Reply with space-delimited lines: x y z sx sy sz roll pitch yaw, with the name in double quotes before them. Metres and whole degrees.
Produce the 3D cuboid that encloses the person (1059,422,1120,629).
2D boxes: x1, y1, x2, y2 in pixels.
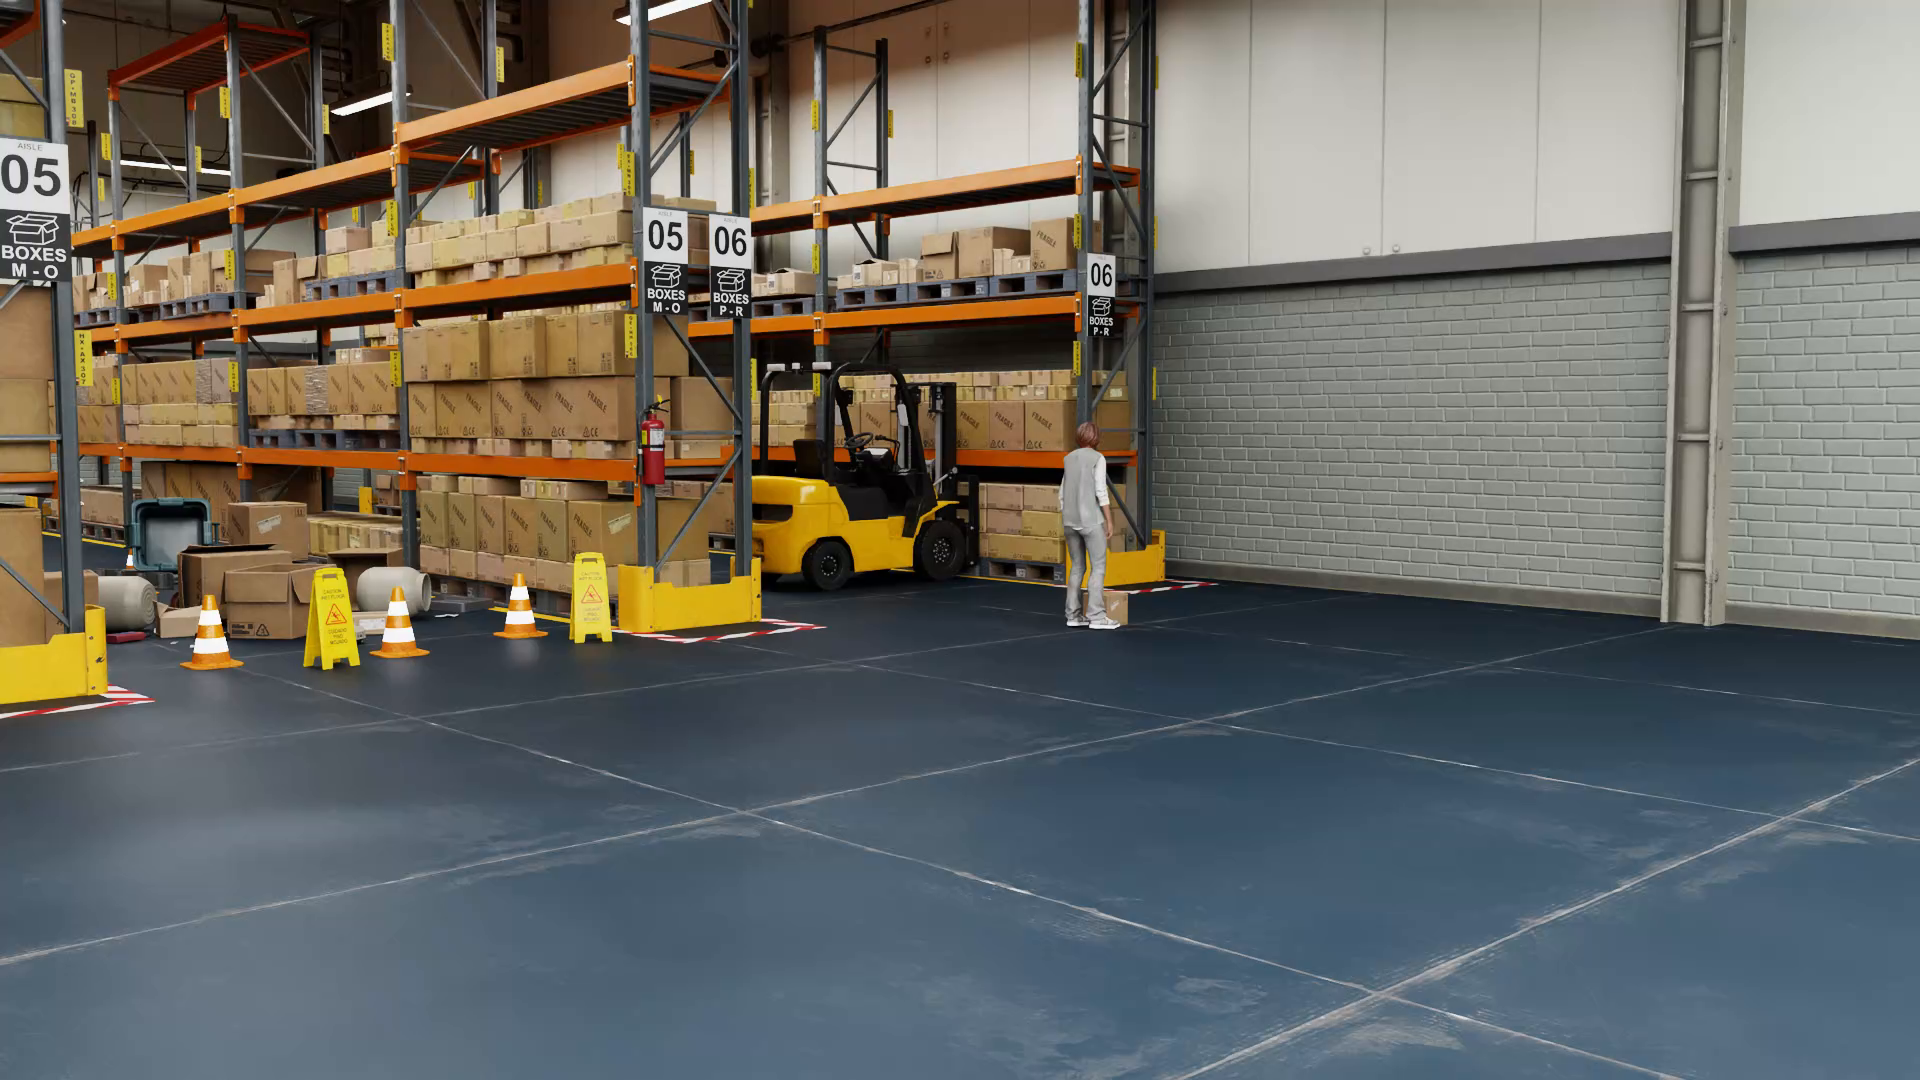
"person" 0.974 -0.115 12.869 0.482 1.594 0.342 4 6 44
